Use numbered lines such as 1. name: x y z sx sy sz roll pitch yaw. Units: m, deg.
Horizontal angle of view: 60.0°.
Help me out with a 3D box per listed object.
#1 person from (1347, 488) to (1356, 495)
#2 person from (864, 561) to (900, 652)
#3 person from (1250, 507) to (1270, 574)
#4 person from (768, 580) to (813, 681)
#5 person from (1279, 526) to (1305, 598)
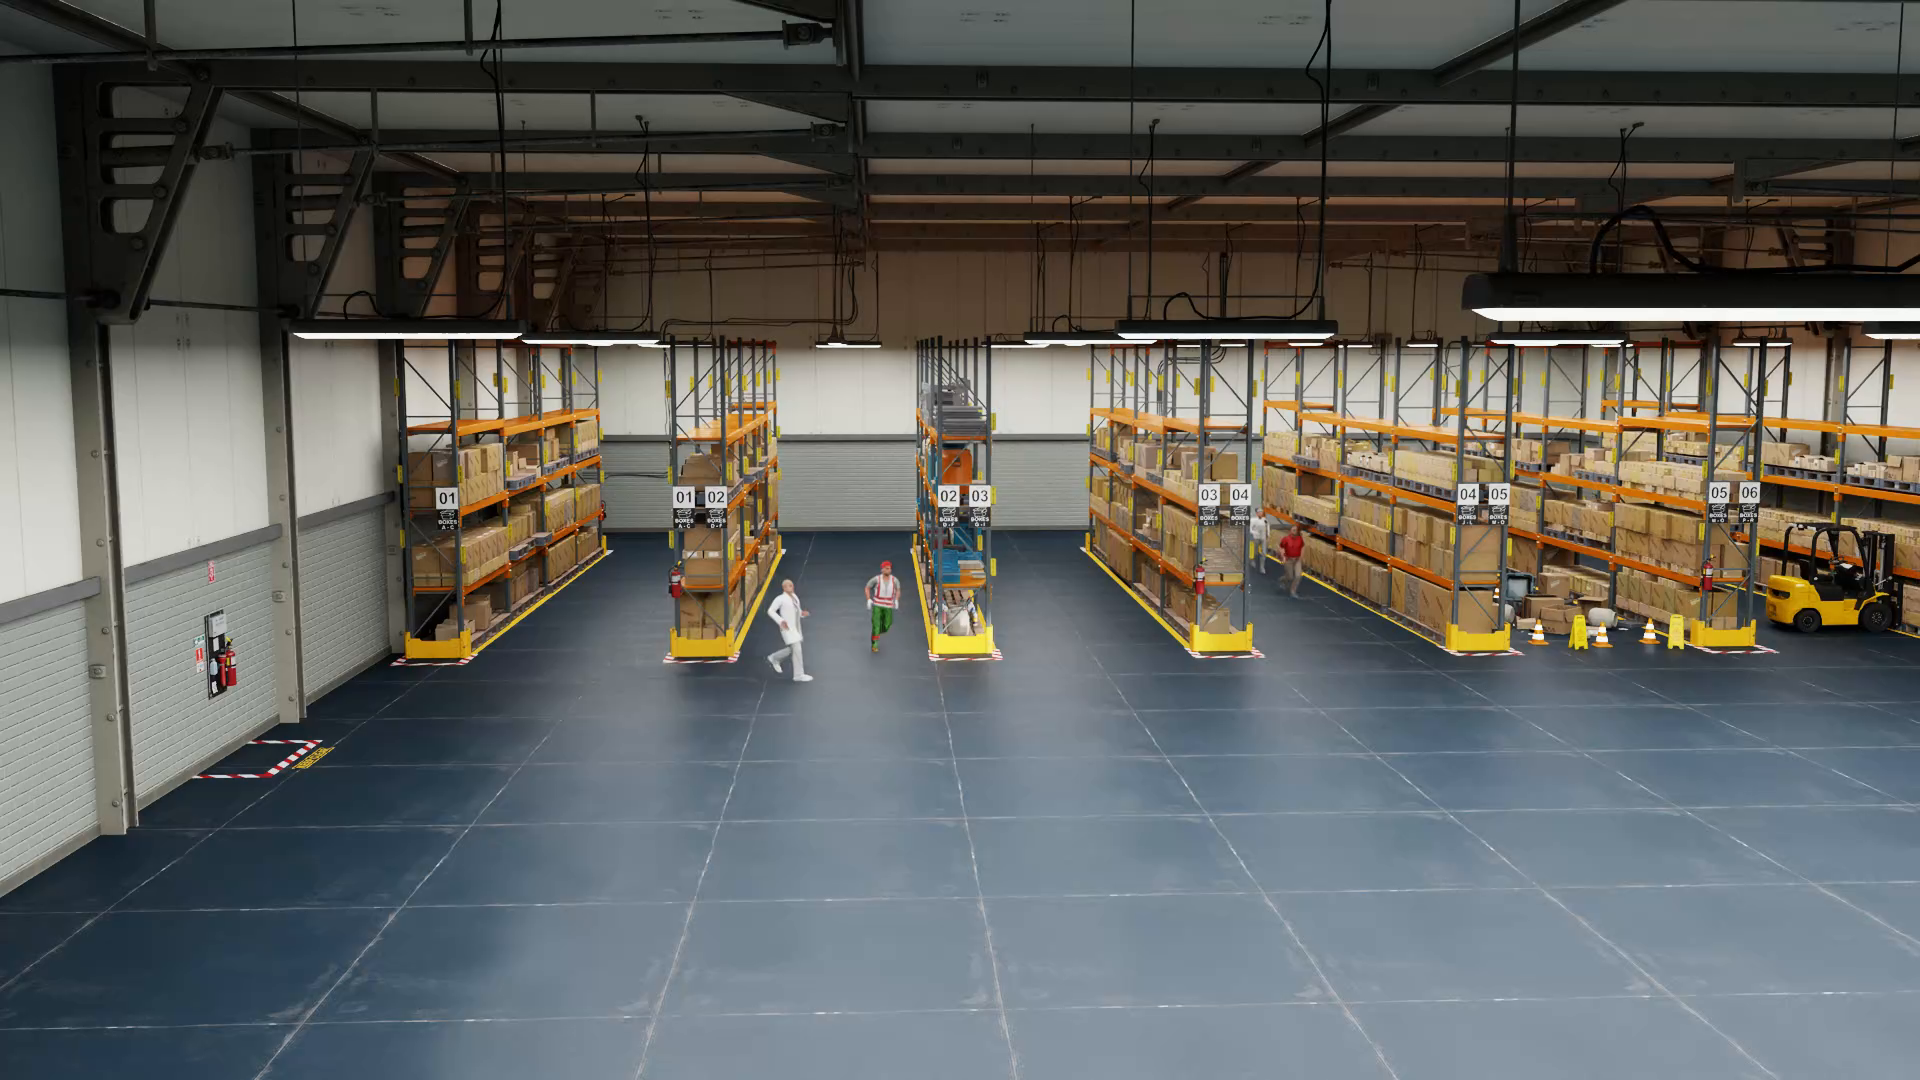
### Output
1. person: 11.636 -0.690 49.206 0.877 1.697 0.573 0 6 0
2. person: -1.478 1.260 31.827 0.707 1.728 0.582 -2 7 -14
3. person: 7.773 -0.015 43.165 0.628 1.703 0.932 0 7 -4
4. person: -2.983 1.562 28.968 0.969 1.751 0.720 3 7 27
5. person: 7.745 0.487 38.864 0.650 1.680 0.652 -1 7 -12
